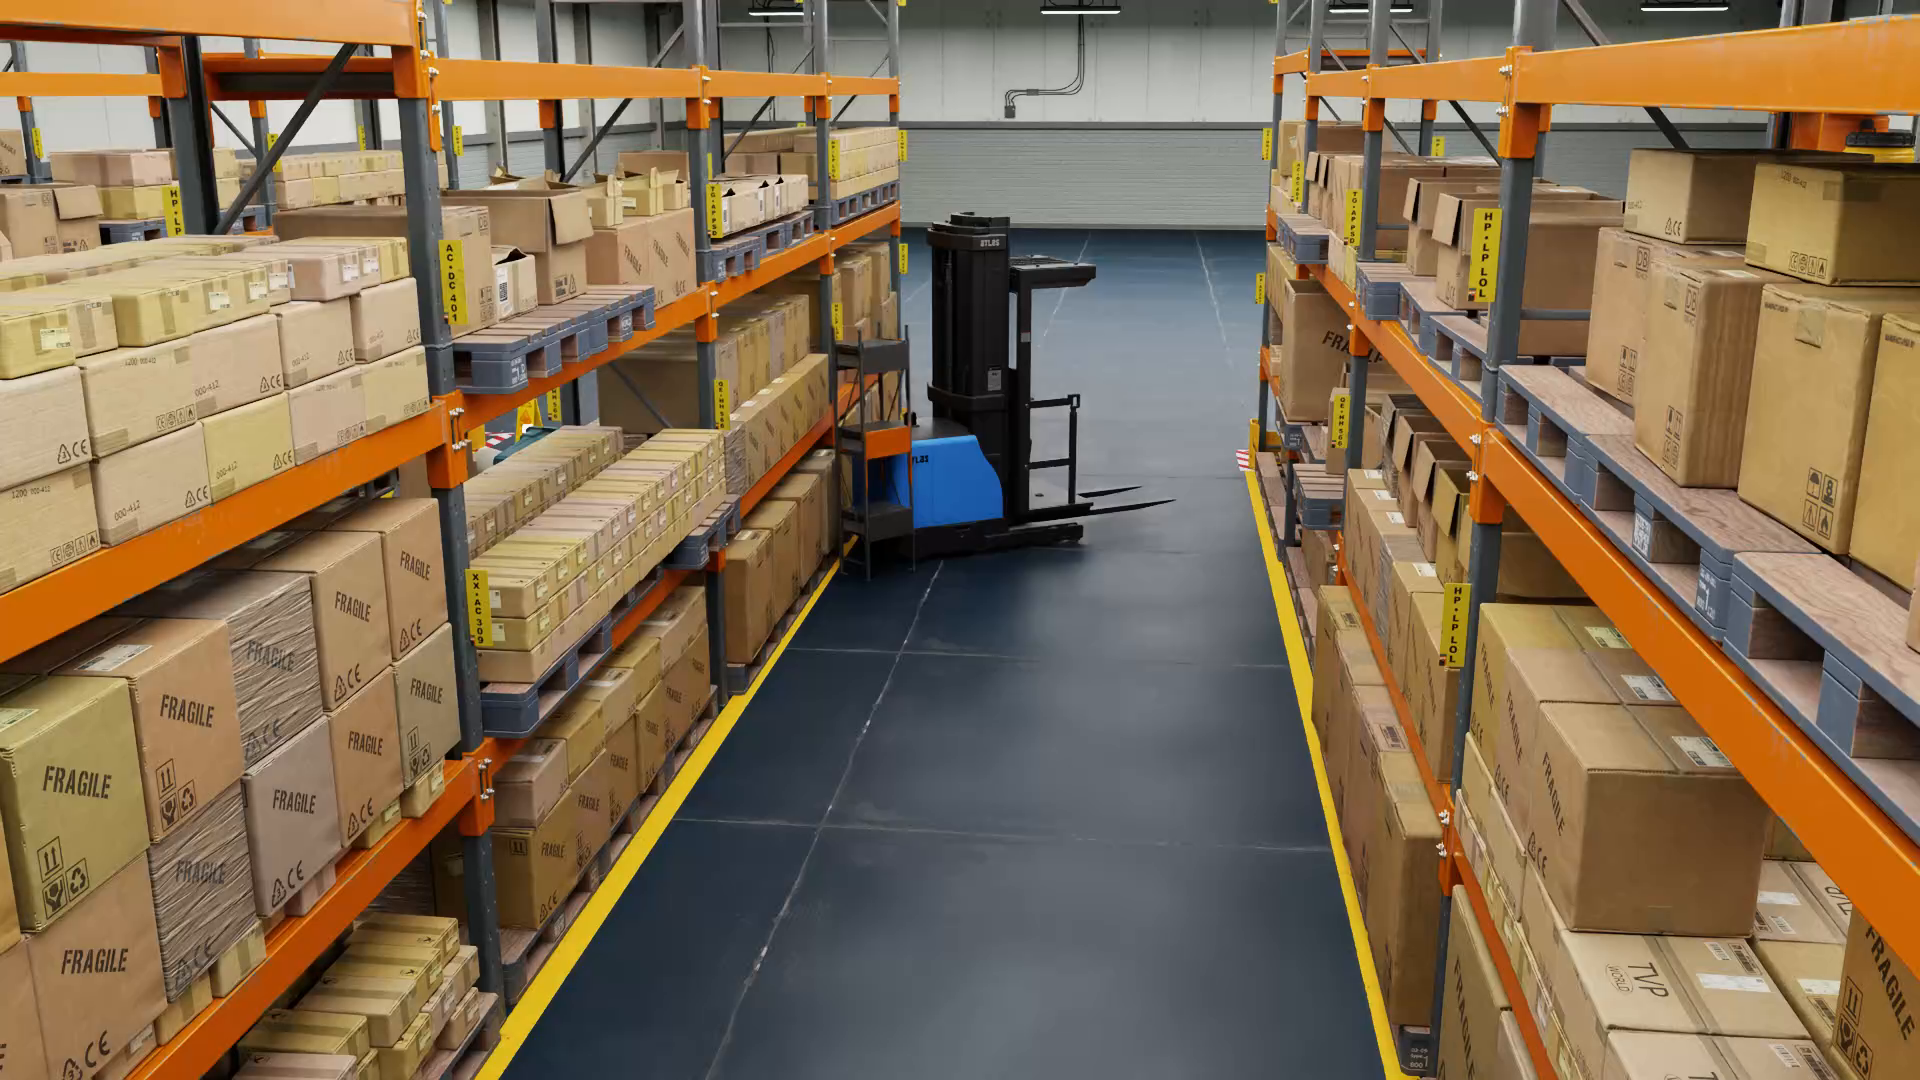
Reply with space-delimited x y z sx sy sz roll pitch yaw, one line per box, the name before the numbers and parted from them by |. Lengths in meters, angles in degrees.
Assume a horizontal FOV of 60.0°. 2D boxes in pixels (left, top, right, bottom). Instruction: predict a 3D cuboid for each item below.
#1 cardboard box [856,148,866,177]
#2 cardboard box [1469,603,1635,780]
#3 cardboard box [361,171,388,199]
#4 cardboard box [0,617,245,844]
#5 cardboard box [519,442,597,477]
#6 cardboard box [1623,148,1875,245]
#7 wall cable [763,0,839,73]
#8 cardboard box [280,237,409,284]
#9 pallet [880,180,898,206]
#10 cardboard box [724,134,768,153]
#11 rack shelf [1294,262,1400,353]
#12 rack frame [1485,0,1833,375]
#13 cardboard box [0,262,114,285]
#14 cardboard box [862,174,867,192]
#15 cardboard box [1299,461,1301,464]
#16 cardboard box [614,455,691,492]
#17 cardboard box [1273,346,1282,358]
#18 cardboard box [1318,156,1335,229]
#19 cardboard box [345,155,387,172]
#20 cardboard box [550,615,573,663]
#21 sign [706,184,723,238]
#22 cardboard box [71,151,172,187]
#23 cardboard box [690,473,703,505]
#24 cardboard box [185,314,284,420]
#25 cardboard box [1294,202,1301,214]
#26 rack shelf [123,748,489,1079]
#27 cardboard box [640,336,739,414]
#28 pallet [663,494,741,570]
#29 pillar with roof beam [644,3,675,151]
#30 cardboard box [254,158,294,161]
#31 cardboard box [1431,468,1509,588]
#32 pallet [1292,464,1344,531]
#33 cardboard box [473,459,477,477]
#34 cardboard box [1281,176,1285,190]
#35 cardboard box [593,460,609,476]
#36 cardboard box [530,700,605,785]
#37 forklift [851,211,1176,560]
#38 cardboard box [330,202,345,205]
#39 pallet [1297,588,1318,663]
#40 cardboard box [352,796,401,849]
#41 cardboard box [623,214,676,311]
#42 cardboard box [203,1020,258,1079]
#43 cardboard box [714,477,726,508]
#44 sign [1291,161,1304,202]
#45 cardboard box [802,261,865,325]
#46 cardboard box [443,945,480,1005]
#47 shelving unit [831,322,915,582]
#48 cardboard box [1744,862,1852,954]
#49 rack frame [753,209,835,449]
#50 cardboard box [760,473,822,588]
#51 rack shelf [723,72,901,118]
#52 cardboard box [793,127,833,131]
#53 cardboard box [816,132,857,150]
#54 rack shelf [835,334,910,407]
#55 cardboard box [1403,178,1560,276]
cardboard box | -1.166 -3.543 15.580 0.500 0.250 0.500 2 15 6
cardboard box | 2.095 0.538 5.793 0.500 0.500 0.500 2 15 6
cardboard box | -6.046 -3.532 16.535 0.500 0.250 0.500 2 15 7
cardboard box | -2.465 0.539 4.832 0.500 0.500 0.500 1 15 4
cardboard box | -2.367 -0.476 9.801 0.380 0.149 0.250 2 15 6
cardboard box | 2.290 -1.011 4.870 0.500 0.250 0.500 1 15 3
wall cable | -4.277 -14.802 49.024 3.097 2.526 0.112 2 15 6
cardboard box | -2.277 -1.038 6.160 0.380 0.149 0.250 1 15 4
pallet | -1.233 -3.642 17.396 1.003 0.211 1.213 2 15 6
cardboard box | -1.887 -3.459 14.507 0.380 0.149 0.250 2 15 6
rack shelf | 3.080 -1.802 11.799 1.077 0.370 4.000 2 15 6
rack frame | 2.403 -2.041 5.559 1.000 3.000 0.127 2 15 6
cardboard box | -2.907 -0.788 5.238 0.380 0.149 0.250 1 15 4
cardboard box | -1.091 -3.385 15.760 0.380 0.149 0.250 2 15 6
cardboard box | 3.440 -0.631 15.820 0.500 0.500 0.500 0 15 1
cardboard box | -1.749 -0.380 9.447 0.380 0.149 0.250 2 15 8
cardboard box | 3.390 -1.875 16.919 0.380 0.149 0.250 2 15 6
cardboard box | 3.049 -2.557 12.211 0.797 0.503 0.637 2 15 9
cardboard box | -5.974 -3.766 16.637 0.380 0.149 0.250 2 15 8
cardboard box | -1.987 0.440 7.551 0.380 0.149 0.250 2 15 7
sign | -1.524 -2.036 10.295 0.100 0.325 0.005 2 15 6
cardboard box | -6.573 -2.912 13.052 0.500 0.250 0.500 2 15 7
cardboard box | -1.721 -0.301 9.722 0.380 0.149 0.250 2 15 8
cardboard box | -2.438 -0.537 5.073 0.500 0.250 0.500 2 15 9
cardboard box | 3.098 -2.721 14.109 0.500 0.250 0.500 2 15 8
rack shelf | -2.740 1.549 5.154 1.077 0.370 4.000 2 15 6
cardboard box | -1.946 -1.133 11.587 0.700 0.500 0.500 1 15 5
pallet | -2.037 -0.074 10.145 1.213 0.211 1.003 2 15 6
pillar with roof beam | -4.333 -13.090 46.422 9.100 9.000 0.548 2 15 6
cardboard box | -6.620 -3.583 15.960 0.380 0.149 0.250 1 15 5
cardboard box | 2.556 -0.021 7.468 0.797 0.503 0.637 2 15 7
pallet | 2.829 -0.278 10.899 1.213 0.211 1.003 2 15 6
cardboard box | -5.068 -0.544 16.300 0.500 0.500 0.500 -14 20 -42
cardboard box | 3.332 -3.496 16.209 0.380 0.149 0.250 2 15 6
cardboard box | -2.345 -0.390 10.053 0.380 0.149 0.250 2 15 9
cardboard box | -2.110 1.003 8.344 0.500 0.250 0.500 2 15 8
forklift | 0.559 -1.487 15.136 3.031 2.935 1.130 -7 17 -25
cardboard box | -6.150 -3.179 15.994 0.380 0.149 0.250 1 15 5
pallet | 3.084 0.645 12.459 1.003 0.211 1.213 2 15 6
cardboard box | -2.324 1.022 6.203 0.380 0.149 0.250 2 15 8
cardboard box | -1.918 -1.565 9.355 0.500 0.500 0.500 2 15 6
cardboard box | -2.835 1.857 6.152 0.380 0.149 0.250 1 15 5
cardboard box | -1.662 -0.295 10.270 0.380 0.149 0.250 2 15 7
sign | 2.766 -2.931 13.608 0.100 0.325 0.005 2 15 6
cardboard box | -1.391 -2.363 15.885 0.875 0.550 0.550 2 15 6
cardboard box | -2.234 1.804 6.921 0.380 0.149 0.250 2 15 7
shelving unit | -0.724 -0.744 13.954 0.503 2.100 0.431 -13 18 -39
cardboard box | 2.501 1.173 4.884 0.500 0.250 0.500 2 15 7
rack frame | -1.611 -1.392 14.652 1.000 3.000 0.127 2 15 6
cardboard box | -1.704 -0.095 13.361 1.050 0.750 0.750 2 15 6
rack shelf | -1.386 -4.267 15.934 1.077 0.370 4.000 2 15 6
cardboard box | -1.543 -4.250 17.432 0.380 0.149 0.250 2 15 7
cardboard box | -1.147 -3.637 15.165 0.380 0.149 0.250 1 15 5
rack shelf | -0.737 -1.411 13.790 0.480 0.518 0.431 -13 18 -39
cardboard box | 2.857 -1.723 9.126 0.797 0.503 0.637 3 15 10
